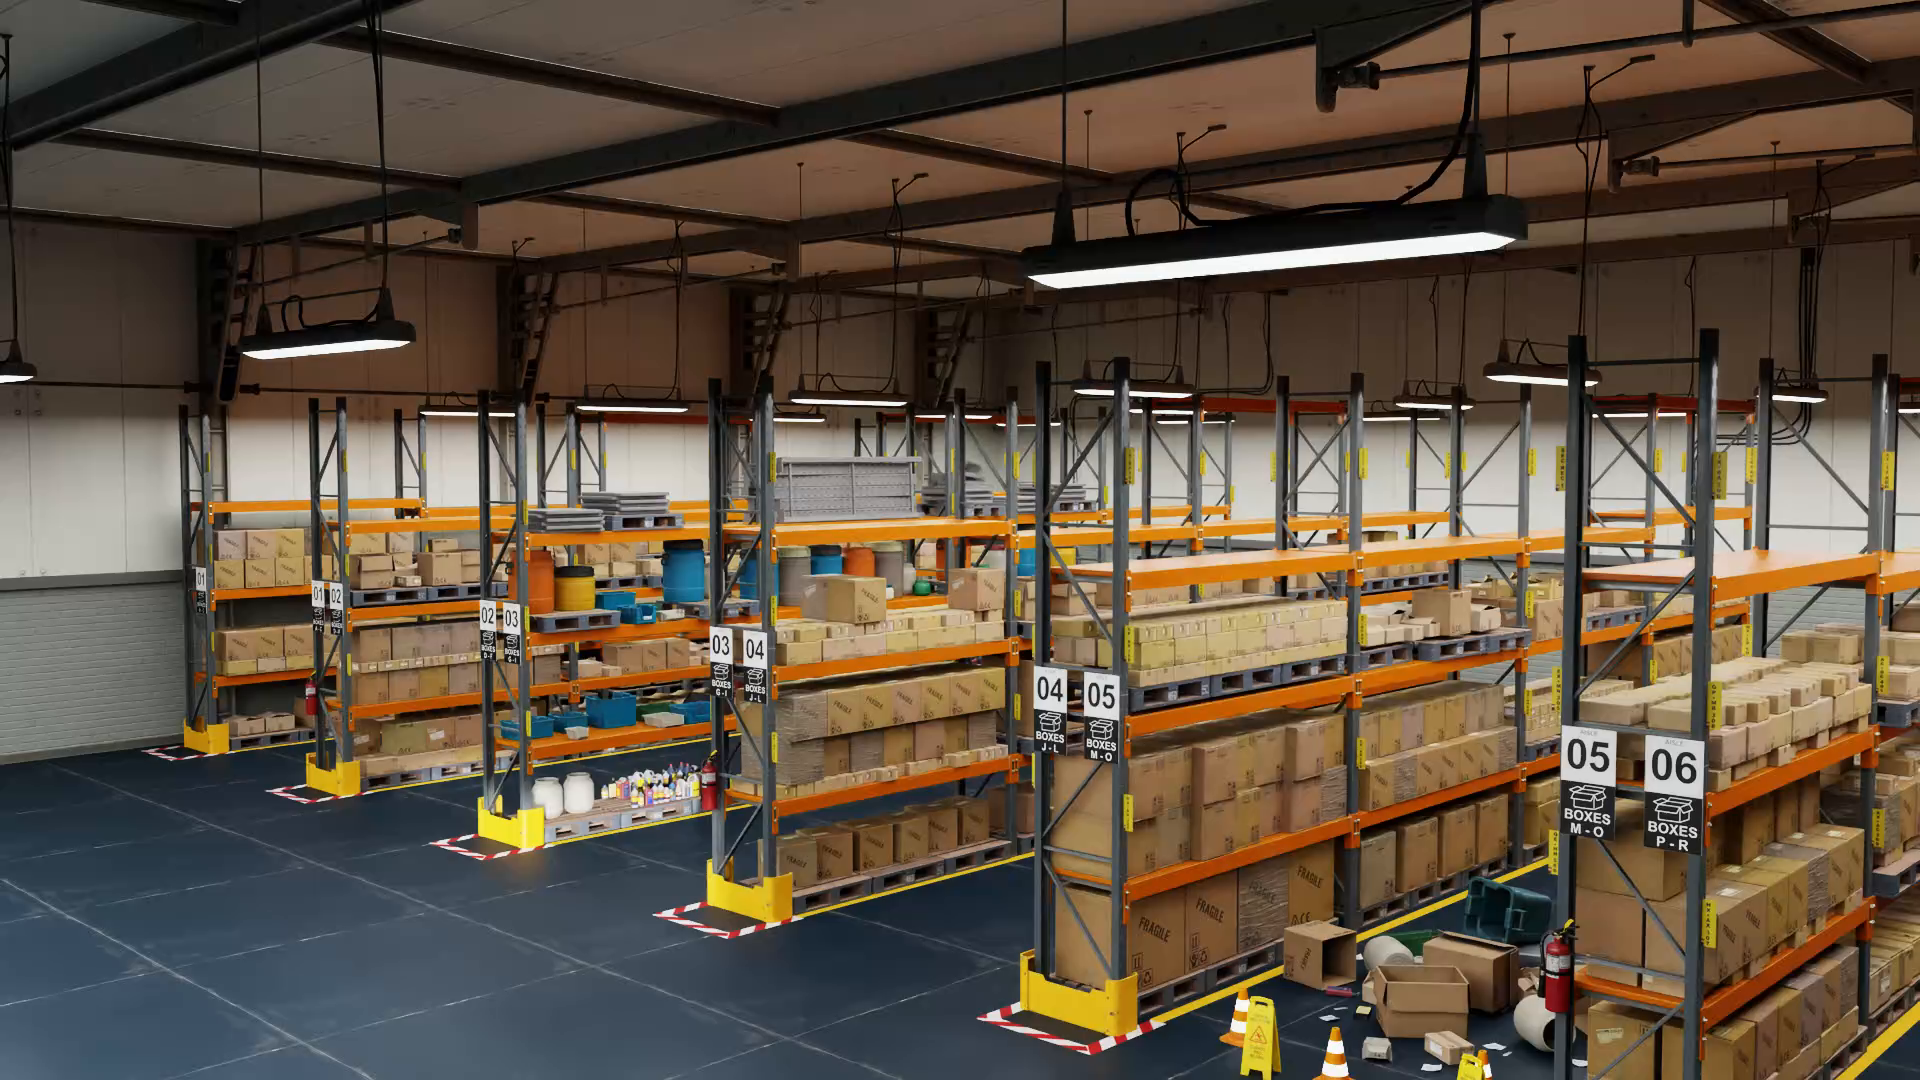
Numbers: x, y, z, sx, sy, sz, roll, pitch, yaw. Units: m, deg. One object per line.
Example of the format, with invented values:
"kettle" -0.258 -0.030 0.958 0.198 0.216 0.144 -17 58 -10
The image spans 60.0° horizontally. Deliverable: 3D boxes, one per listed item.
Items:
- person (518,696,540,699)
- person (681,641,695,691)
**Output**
"person" -7.771 2.822 29.824 0.616 1.630 0.755 0 3 1
"person" -5.458 2.699 33.259 0.512 1.449 0.885 1 3 22
